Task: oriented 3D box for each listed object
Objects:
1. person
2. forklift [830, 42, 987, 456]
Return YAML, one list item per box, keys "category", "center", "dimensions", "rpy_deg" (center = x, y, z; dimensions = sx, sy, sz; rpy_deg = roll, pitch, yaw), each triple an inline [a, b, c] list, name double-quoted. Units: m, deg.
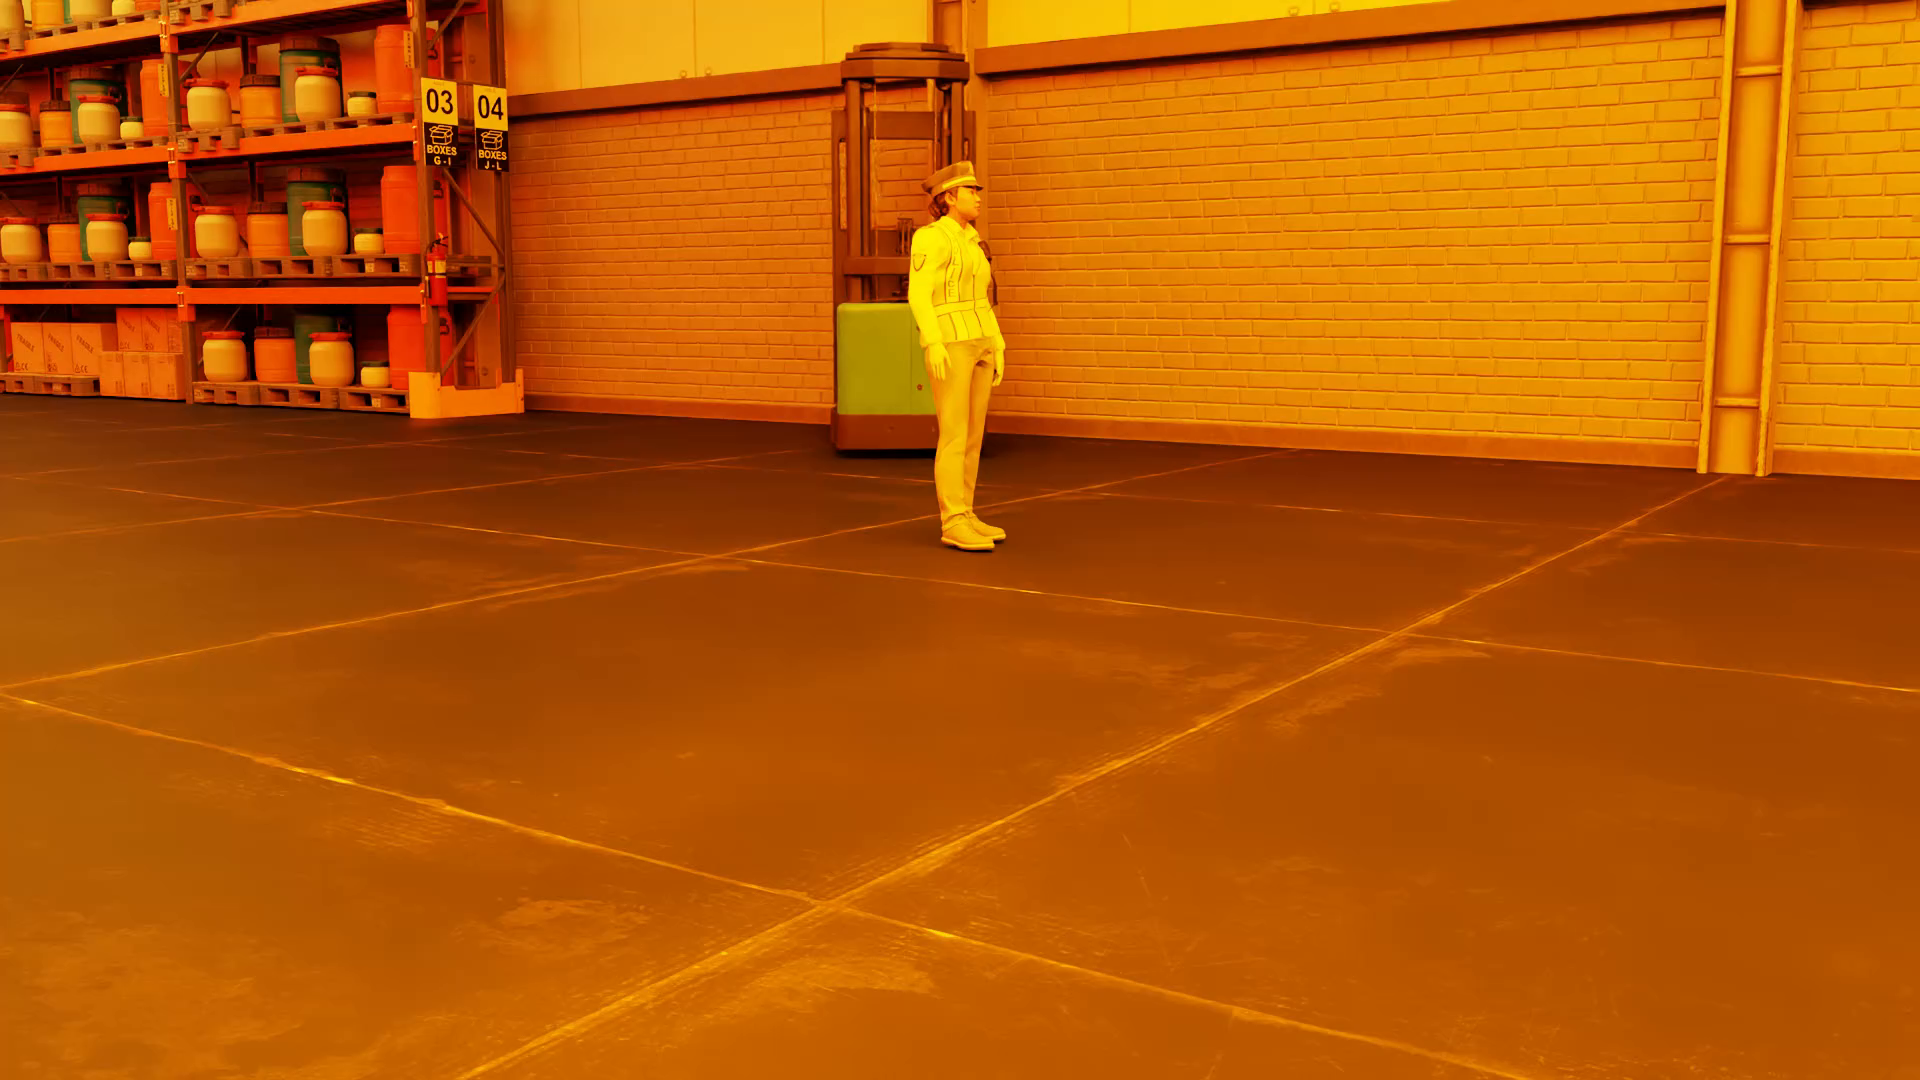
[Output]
- category: "person"
  center: [0.053, -0.840, 7.439]
  dimensions: [0.530, 1.694, 0.586]
  rpy_deg: [5, 10, 34]
- category: "forklift"
  center: [-0.440, -2.222, 12.819]
  dimensions: [1.130, 2.935, 3.031]
  rpy_deg: [-1, 8, -4]
